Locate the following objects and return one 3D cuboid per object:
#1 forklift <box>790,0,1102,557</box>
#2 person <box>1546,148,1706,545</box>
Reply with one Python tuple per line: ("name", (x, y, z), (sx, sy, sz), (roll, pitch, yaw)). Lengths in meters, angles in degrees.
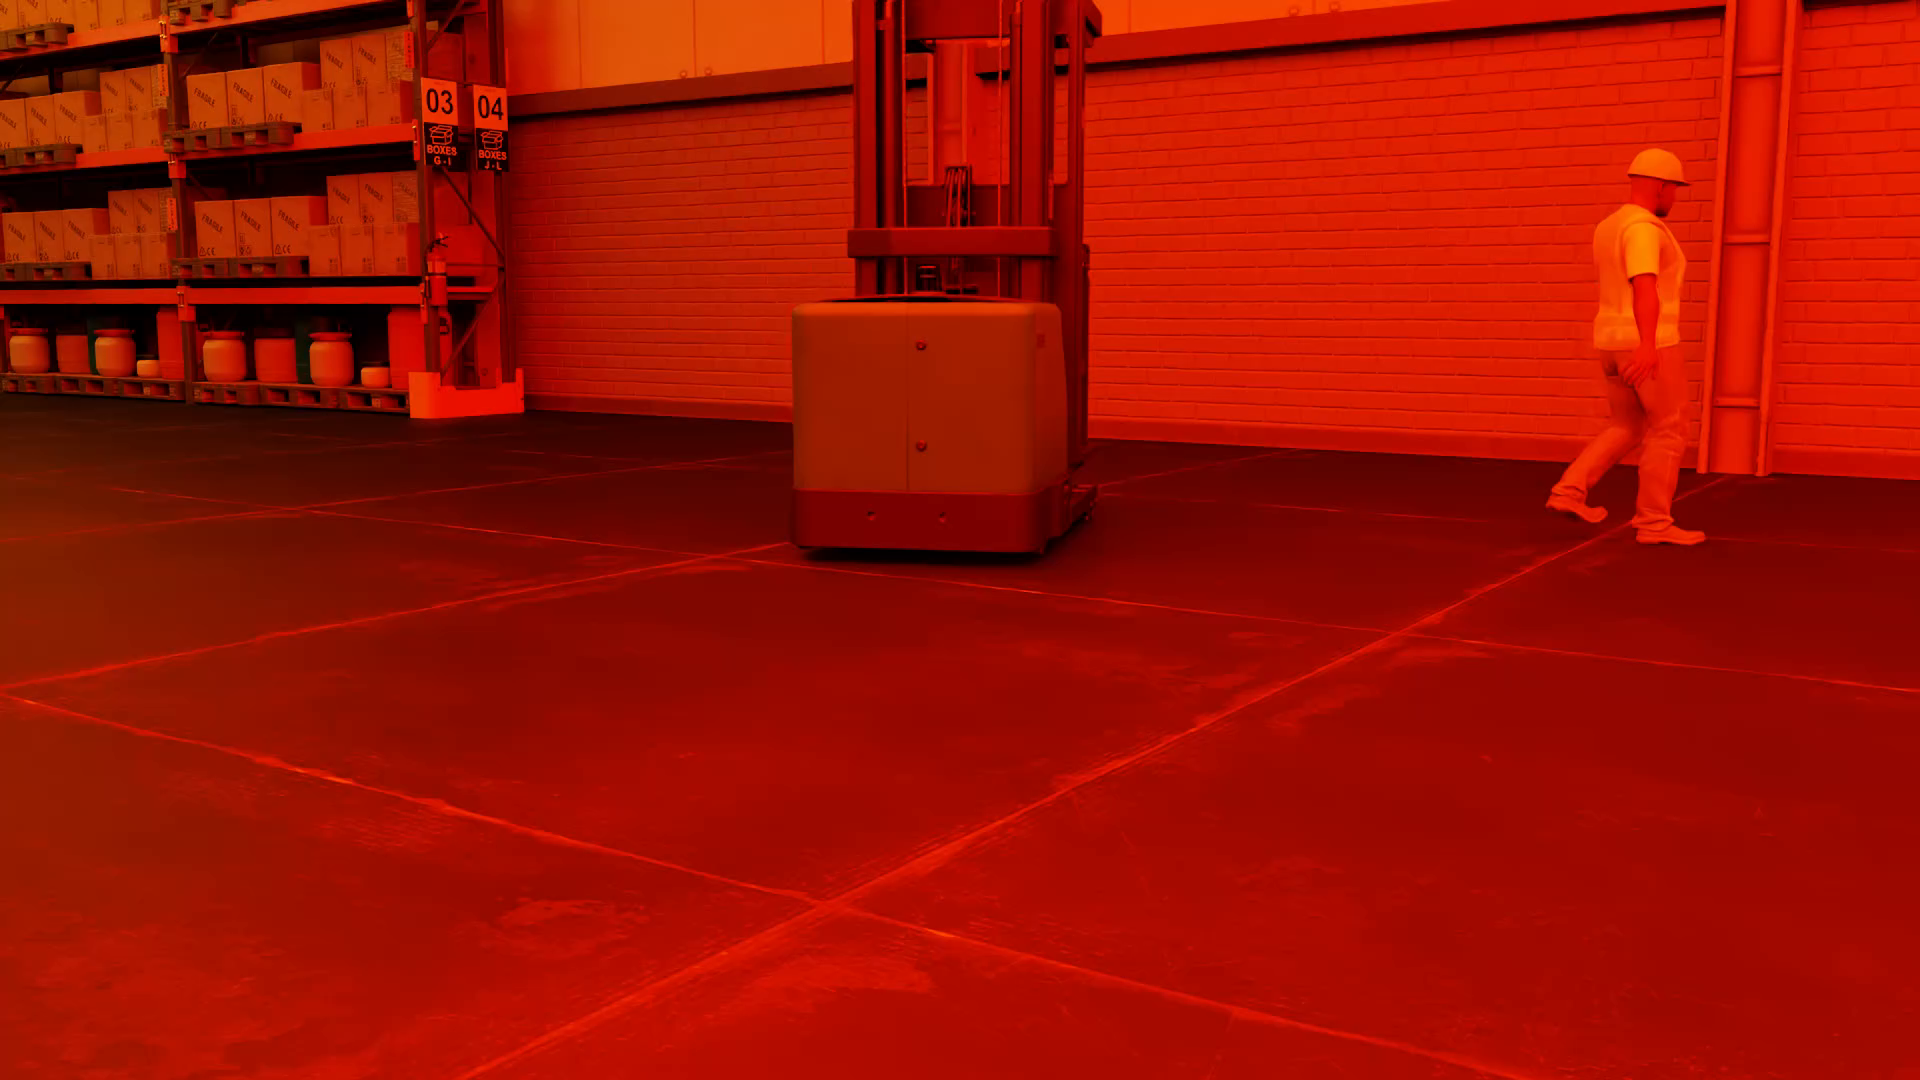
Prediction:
("forklift", (0.089, -1.549, 8.087), (1.130, 2.935, 3.031), (2, 8, 11))
("person", (3.046, -0.858, 7.439), (0.684, 1.746, 0.907), (-1, 8, -4))
